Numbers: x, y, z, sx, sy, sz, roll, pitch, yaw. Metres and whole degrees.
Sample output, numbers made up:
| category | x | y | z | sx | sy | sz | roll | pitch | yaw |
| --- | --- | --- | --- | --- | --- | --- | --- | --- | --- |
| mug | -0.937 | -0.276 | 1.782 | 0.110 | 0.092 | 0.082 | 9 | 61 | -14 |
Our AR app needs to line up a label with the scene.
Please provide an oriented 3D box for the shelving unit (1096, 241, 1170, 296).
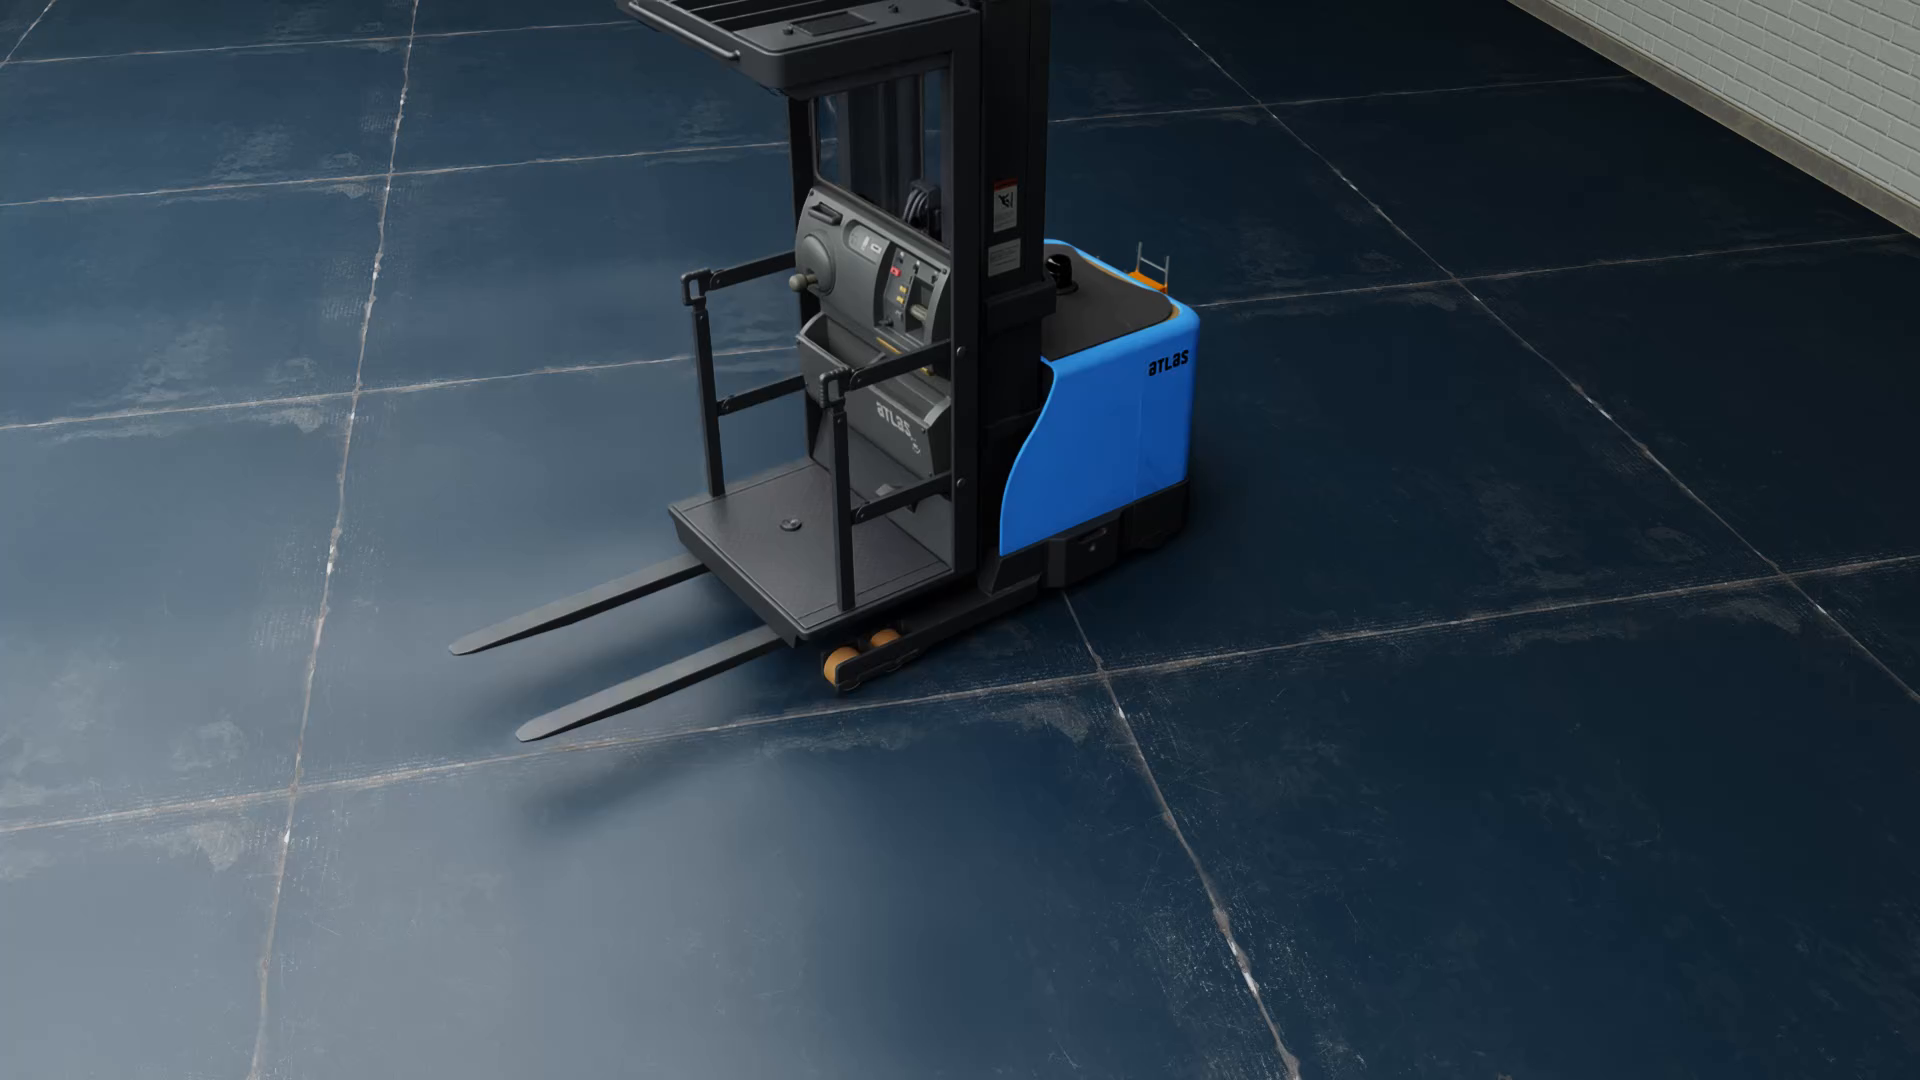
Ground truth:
| category | x | y | z | sx | sy | sz | roll | pitch | yaw |
| --- | --- | --- | --- | --- | --- | --- | --- | --- | --- |
| shelving unit | 0.750 | -0.794 | 7.491 | 0.252 | 1.050 | 0.215 | -22 | 40 | -29 |

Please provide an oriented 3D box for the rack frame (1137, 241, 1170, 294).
| category | x | y | z | sx | sy | sz | roll | pitch | yaw |
| --- | --- | --- | --- | --- | --- | --- | --- | --- | --- |
| rack frame | 0.848 | -0.834 | 7.551 | 0.008 | 1.050 | 0.200 | -22 | 40 | -29 |

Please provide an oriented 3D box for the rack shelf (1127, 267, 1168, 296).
| category | x | y | z | sx | sy | sz | roll | pitch | yaw |
| --- | --- | --- | --- | --- | --- | --- | --- | --- | --- |
| rack shelf | 0.750 | -1.021 | 7.339 | 0.240 | 0.259 | 0.215 | -22 | 40 | -29 |

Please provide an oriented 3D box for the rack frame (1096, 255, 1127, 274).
| category | x | y | z | sx | sy | sz | roll | pitch | yaw |
| --- | --- | --- | --- | --- | --- | --- | --- | --- | --- |
| rack frame | 0.651 | -0.754 | 7.432 | 0.008 | 1.050 | 0.200 | -22 | 40 | -29 |

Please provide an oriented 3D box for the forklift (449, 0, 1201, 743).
| category | x | y | z | sx | sy | sz | roll | pitch | yaw |
| --- | --- | --- | --- | --- | --- | --- | --- | --- | --- |
| forklift | -0.502 | -0.974 | 6.071 | 3.031 | 2.935 | 1.130 | -22 | 40 | -29 |
